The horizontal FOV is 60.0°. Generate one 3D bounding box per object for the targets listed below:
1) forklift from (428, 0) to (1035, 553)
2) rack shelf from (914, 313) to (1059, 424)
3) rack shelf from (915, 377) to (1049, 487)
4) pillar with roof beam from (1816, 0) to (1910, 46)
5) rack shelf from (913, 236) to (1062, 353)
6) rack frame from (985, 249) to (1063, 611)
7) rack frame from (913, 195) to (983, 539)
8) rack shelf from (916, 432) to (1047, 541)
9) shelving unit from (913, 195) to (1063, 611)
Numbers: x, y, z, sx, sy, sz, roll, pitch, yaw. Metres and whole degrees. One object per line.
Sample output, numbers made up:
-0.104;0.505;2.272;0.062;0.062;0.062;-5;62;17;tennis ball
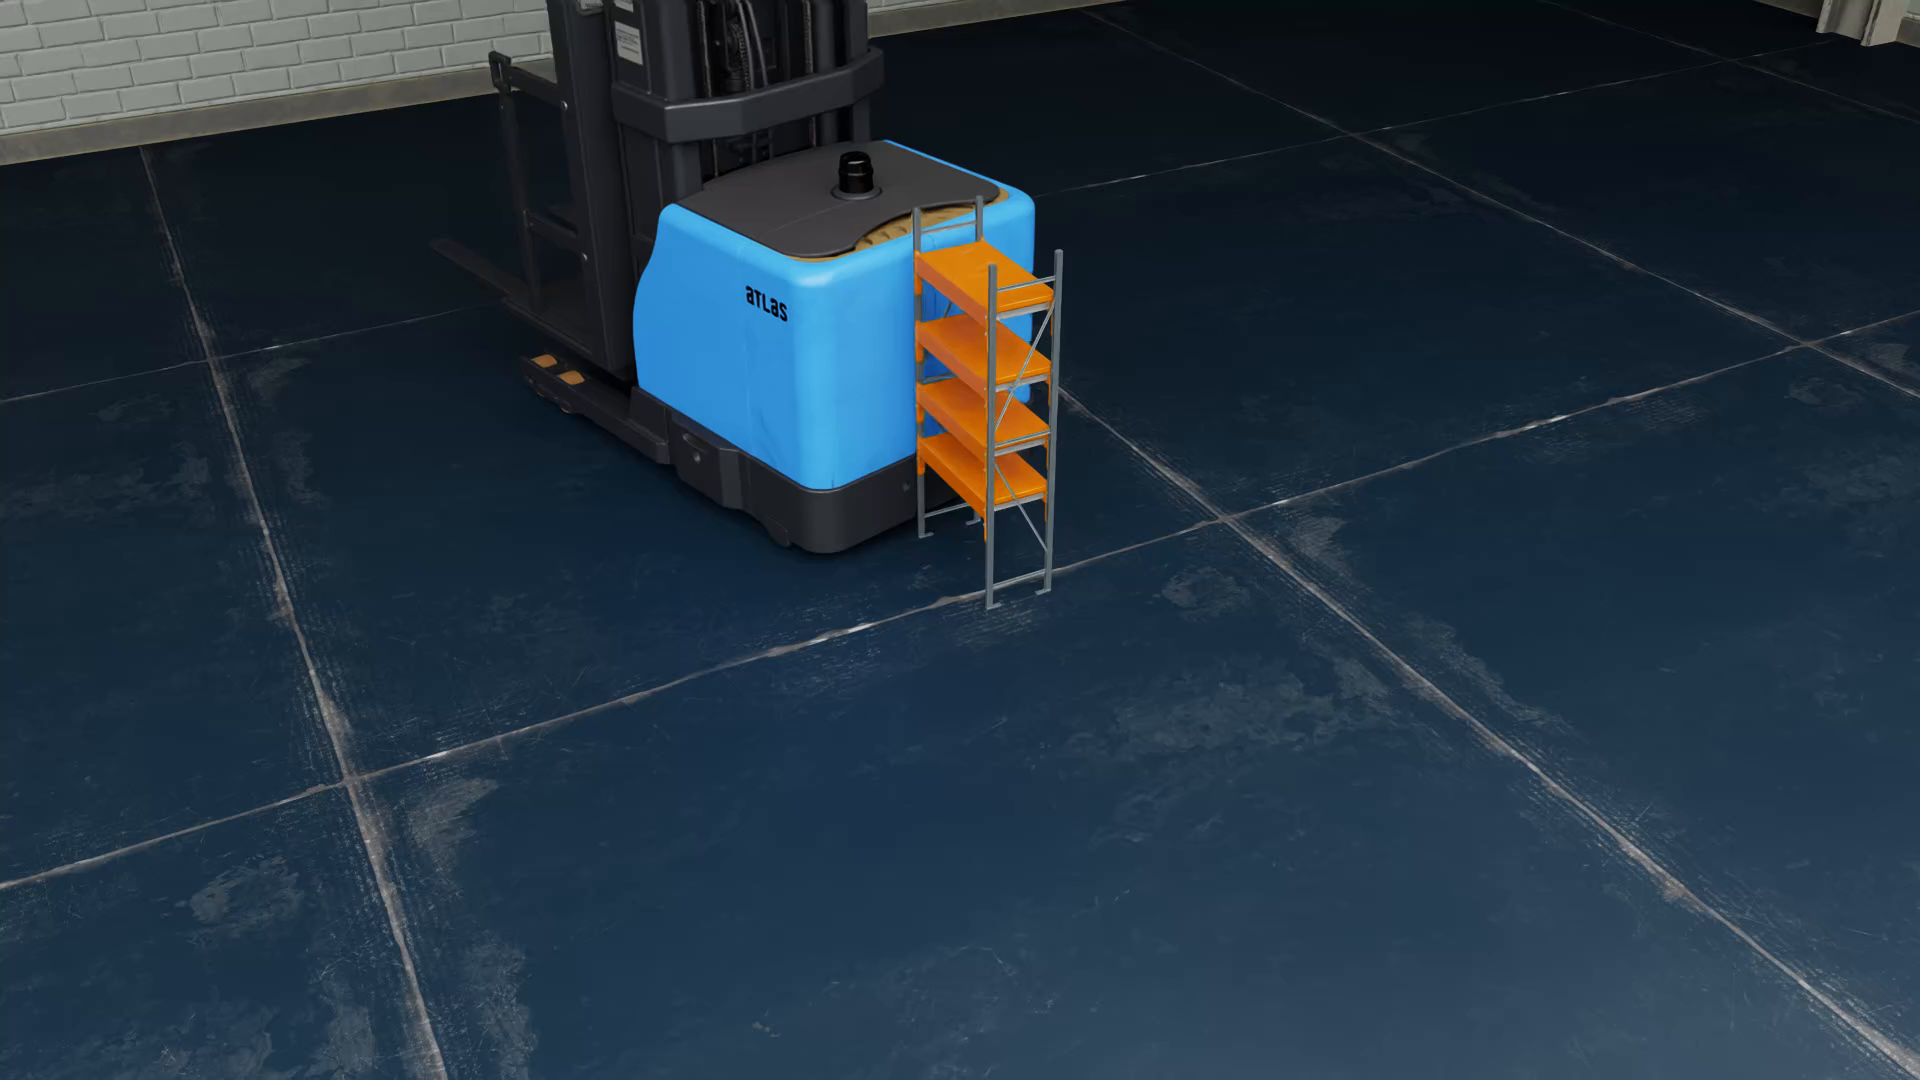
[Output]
-1.099;-1.896;5.992;1.130;2.935;3.031;-26;41;-35;forklift
0.077;-0.558;5.219;0.258;0.148;0.480;-16;36;-23;rack shelf
0.077;-0.370;5.339;0.258;0.148;0.480;-16;36;-23;rack shelf
2.078;-6.017;6.801;9.100;9.000;0.400;-16;36;-23;pillar with roof beam
0.077;-0.757;5.091;0.258;0.148;0.480;-16;36;-23;rack shelf
0.191;-0.310;5.121;0.240;1.200;0.015;-16;36;-23;rack frame
-0.037;-0.543;5.485;0.240;1.200;0.015;-16;36;-23;rack frame
0.077;-0.202;5.446;0.258;0.148;0.480;-16;36;-23;rack shelf
0.077;-0.426;5.303;0.258;1.200;0.503;-16;36;-23;shelving unit
